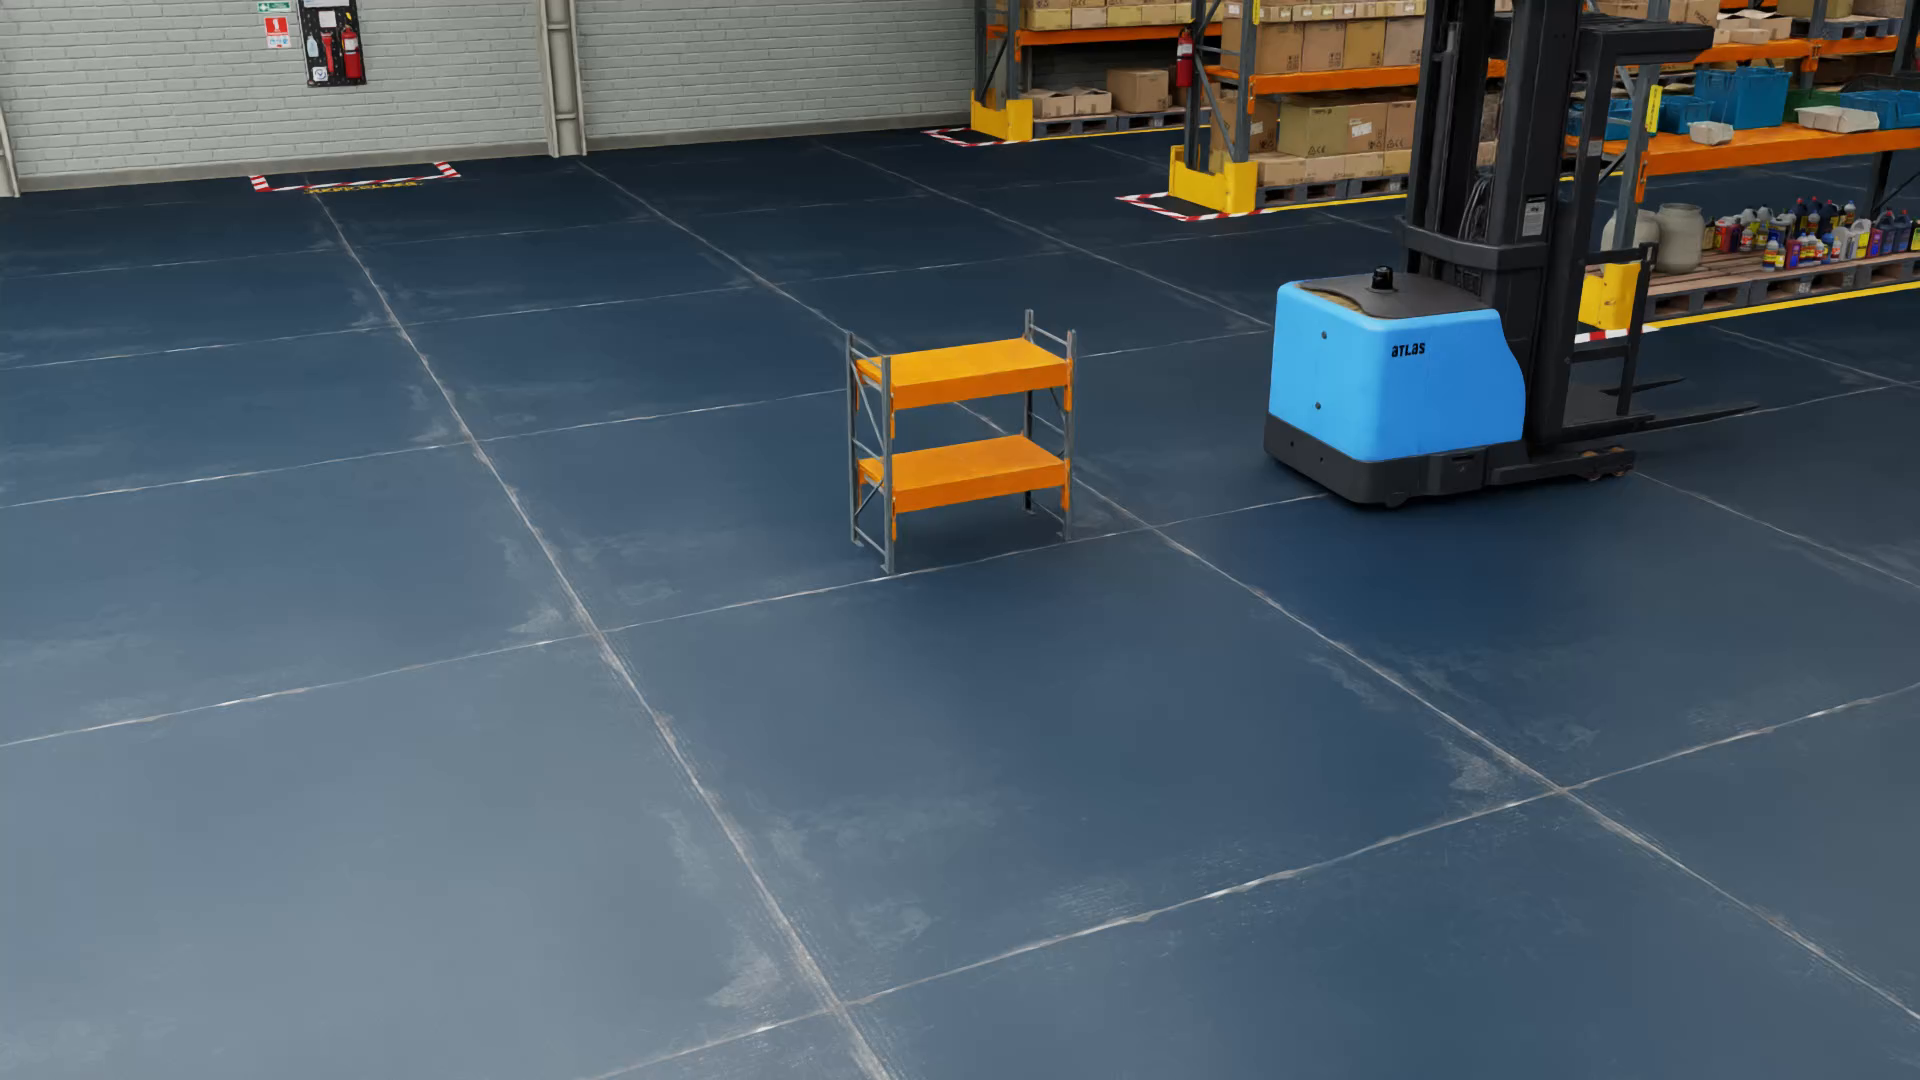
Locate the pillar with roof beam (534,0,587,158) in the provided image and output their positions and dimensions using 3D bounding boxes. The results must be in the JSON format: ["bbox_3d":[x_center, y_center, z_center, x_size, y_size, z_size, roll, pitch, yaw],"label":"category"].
[{"bbox_3d":[-2.825,-7.287,14.589,0.400,9.000,9.100,-10,25,-24],"label":"pillar with roof beam"}]

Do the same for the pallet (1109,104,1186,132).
[{"bbox_3d":[2.372,-5.628,22.070,1.213,0.211,1.003,-10,25,-24],"label":"pallet"}]

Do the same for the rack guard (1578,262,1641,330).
[{"bbox_3d":[4.803,-2.040,13.024,0.348,0.500,1.175,-10,25,-24],"label":"rack guard"}]

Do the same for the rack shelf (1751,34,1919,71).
[{"bbox_3d":[11.621,-6.200,20.747,4.000,0.370,1.077,-10,25,-24],"label":"rack shelf"}]

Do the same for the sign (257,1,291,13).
[{"bbox_3d":[-7.471,-5.805,18.113,0.331,0.109,0.001,-10,25,-24],"label":"sign"}]

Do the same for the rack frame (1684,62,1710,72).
[{"bbox_3d":[11.271,-8.571,25.533,0.127,3.000,1.000,-10,25,-24],"label":"rack frame"}]

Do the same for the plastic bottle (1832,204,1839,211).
[{"bbox_3d":[7.603,-2.809,14.601,0.135,0.276,0.152,-9,24,-22],"label":"plastic bottle"}]

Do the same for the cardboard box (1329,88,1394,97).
[{"bbox_3d":[4.310,-4.589,17.979,0.500,0.500,0.500,-10,25,-24],"label":"cardboard box"}]

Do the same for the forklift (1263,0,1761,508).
[{"bbox_3d":[3.366,-1.874,9.446,3.031,2.935,1.130,-9,24,-20],"label":"forklift"}]

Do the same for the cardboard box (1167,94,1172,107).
[{"bbox_3d":[2.613,-5.871,22.164,0.250,0.149,0.380,-13,26,-28],"label":"cardboard box"}]

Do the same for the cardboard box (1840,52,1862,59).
[{"bbox_3d":[14.288,-8.123,27.170,0.500,0.500,0.700,-10,25,-24],"label":"cardboard box"}]

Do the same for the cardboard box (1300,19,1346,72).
[{"bbox_3d":[3.508,-5.082,16.974,0.500,0.500,0.700,-10,24,-22],"label":"cardboard box"}]

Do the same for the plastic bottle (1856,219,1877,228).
[{"bbox_3d":[7.644,-2.583,14.055,0.135,0.276,0.152,-10,25,-24],"label":"plastic bottle"}]

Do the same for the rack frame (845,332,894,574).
[{"bbox_3d":[-0.452,-0.437,8.334,0.032,1.125,0.500,-10,25,-24],"label":"rack frame"}]

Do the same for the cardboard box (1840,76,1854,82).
[{"bbox_3d":[11.026,-5.571,20.979,0.500,0.500,0.500,-11,25,-26],"label":"cardboard box"}]

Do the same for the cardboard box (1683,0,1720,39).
[{"bbox_3d":[8.314,-5.963,19.103,0.500,0.500,0.500,-12,25,-26],"label":"cardboard box"}]

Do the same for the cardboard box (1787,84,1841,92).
[{"bbox_3d":[10.353,-5.226,20.146,0.500,0.500,0.500,-9,24,-21],"label":"cardboard box"}]

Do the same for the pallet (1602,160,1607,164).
[{"bbox_3d":[7.962,-4.588,19.558,1.213,0.211,1.003,-10,25,-24],"label":"pallet"}]

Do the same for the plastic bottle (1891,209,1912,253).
[{"bbox_3d":[7.904,-2.603,14.004,0.185,0.351,0.144,-11,25,-25],"label":"plastic bottle"}]

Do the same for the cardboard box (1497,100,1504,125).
[{"bbox_3d":[6.455,-4.886,18.944,0.500,0.311,0.500,-10,25,-24],"label":"cardboard box"}]

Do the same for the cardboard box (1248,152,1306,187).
[{"bbox_3d":[3.190,-3.810,17.077,0.500,0.250,0.500,-10,25,-24],"label":"cardboard box"}]

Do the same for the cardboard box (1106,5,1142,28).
[{"bbox_3d":[1.959,-6.665,21.100,0.500,0.250,0.500,-11,25,-24],"label":"cardboard box"}]

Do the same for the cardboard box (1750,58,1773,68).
[{"bbox_3d":[12.444,-7.781,26.344,0.500,0.500,0.700,-11,25,-24],"label":"cardboard box"}]

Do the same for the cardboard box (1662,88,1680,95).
[{"bbox_3d":[8.289,-5.224,19.761,0.500,0.311,0.500,-11,25,-25],"label":"cardboard box"}]

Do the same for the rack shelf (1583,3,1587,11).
[{"bbox_3d":[9.469,-7.907,24.869,4.000,0.370,1.077,-10,25,-24],"label":"rack shelf"}]

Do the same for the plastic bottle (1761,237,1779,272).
[{"bbox_3d":[6.524,-2.302,13.381,0.097,0.271,0.097,0,22,0],"label":"plastic bottle"}]

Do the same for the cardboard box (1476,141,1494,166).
[{"bbox_3d":[5.437,-4.229,18.090,0.500,0.250,0.500,-10,25,-24],"label":"cardboard box"}]

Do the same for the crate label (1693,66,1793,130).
[{"bbox_3d":[6.296,-3.581,13.432,0.616,0.435,0.502,-10,25,-24],"label":"crate label"}]

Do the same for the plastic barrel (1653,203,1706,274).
[{"bbox_3d":[5.767,-2.429,13.400,0.421,0.512,0.421,0,22,0],"label":"plastic barrel"}]

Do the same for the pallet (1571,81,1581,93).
[{"bbox_3d":[8.410,-6.724,24.717,1.213,0.211,1.003,-10,25,-24],"label":"pallet"}]

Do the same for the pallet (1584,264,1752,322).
[{"bbox_3d":[5.538,-2.039,13.401,1.213,0.211,1.003,-10,25,-24],"label":"pallet"}]

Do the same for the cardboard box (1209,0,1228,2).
[{"bbox_3d":[3.324,-7.260,21.557,0.500,0.500,0.500,-11,25,-24],"label":"cardboard box"}]

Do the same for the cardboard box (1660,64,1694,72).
[{"bbox_3d":[10.742,-7.619,25.495,0.750,0.750,0.750,-10,25,-23],"label":"cardboard box"}]

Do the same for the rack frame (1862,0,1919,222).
[{"bbox_3d":[8.359,-3.829,14.079,0.127,3.000,1.000,-10,25,-24],"label":"rack frame"}]

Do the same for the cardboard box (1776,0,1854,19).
[{"bbox_3d":[10.337,-6.584,20.054,0.700,0.500,0.500,21,30,41],"label":"cardboard box"}]

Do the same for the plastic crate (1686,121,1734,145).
[{"bbox_3d":[5.701,-3.082,12.618,0.250,0.136,0.298,-10,25,-24],"label":"plastic crate"}]

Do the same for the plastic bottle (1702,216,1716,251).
[{"bbox_3d":[6.317,-2.596,14.075,0.133,0.283,0.061,-10,24,-22],"label":"plastic bottle"}]

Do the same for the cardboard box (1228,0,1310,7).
[{"bbox_3d":[3.084,-5.601,16.532,0.500,0.500,0.700,-10,25,-23],"label":"cardboard box"}]

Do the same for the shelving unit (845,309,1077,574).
[{"bbox_3d":[0.006,-0.521,8.538,1.048,1.125,0.538,-10,25,-24],"label":"shelving unit"}]

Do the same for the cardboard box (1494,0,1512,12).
[{"bbox_3d":[5.604,-5.679,17.570,0.250,0.149,0.380,-11,25,-25],"label":"cardboard box"}]

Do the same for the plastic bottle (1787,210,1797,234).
[{"bbox_3d":[7.166,-2.713,14.373,0.097,0.271,0.097,0,22,0],"label":"plastic bottle"}]

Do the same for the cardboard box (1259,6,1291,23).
[{"bbox_3d":[3.057,-5.210,16.437,0.250,0.149,0.380,-11,25,-24],"label":"cardboard box"}]

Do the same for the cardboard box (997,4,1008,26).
[{"bbox_3d":[0.796,-6.664,21.098,0.500,0.250,0.500,-10,25,-23],"label":"cardboard box"}]

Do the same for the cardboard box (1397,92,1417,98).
[{"bbox_3d":[4.987,-4.492,17.745,0.500,0.500,0.500,-10,25,-24],"label":"cardboard box"}]

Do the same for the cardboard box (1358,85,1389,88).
[{"bbox_3d":[5.640,-6.594,23.450,0.500,0.500,0.700,-10,25,-23],"label":"cardboard box"}]

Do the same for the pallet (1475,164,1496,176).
[{"bbox_3d":[5.480,-4.131,18.454,1.213,0.211,1.003,-10,25,-24],"label":"pallet"}]

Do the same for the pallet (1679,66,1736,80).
[{"bbox_3d":[11.990,-7.381,26.306,1.213,0.211,1.003,-10,25,-24],"label":"pallet"}]

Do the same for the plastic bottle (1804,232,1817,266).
[{"bbox_3d":[6.923,-2.375,13.559,0.097,0.271,0.097,0,22,0],"label":"plastic bottle"}]

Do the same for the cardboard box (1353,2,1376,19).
[{"bbox_3d":[3.987,-5.382,16.852,0.250,0.149,0.380,-11,25,-25],"label":"cardboard box"}]

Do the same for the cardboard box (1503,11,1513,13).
[{"bbox_3d":[5.817,-5.508,18.003,0.500,0.500,0.700,-11,25,-25],"label":"cardboard box"}]

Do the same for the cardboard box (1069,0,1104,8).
[{"bbox_3d":[1.469,-6.921,20.737,0.500,0.500,0.500,-10,25,-23],"label":"cardboard box"}]

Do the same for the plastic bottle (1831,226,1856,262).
[{"bbox_3d":[7.292,-2.457,13.750,0.135,0.276,0.152,-10,24,-23],"label":"plastic bottle"}]

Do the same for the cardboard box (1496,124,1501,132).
[{"bbox_3d":[6.462,-4.629,19.058,0.500,0.250,0.500,-11,25,-24],"label":"cardboard box"}]

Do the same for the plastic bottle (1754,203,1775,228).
[{"bbox_3d":[6.899,-2.716,14.278,0.185,0.351,0.144,-11,25,-24],"label":"plastic bottle"}]
